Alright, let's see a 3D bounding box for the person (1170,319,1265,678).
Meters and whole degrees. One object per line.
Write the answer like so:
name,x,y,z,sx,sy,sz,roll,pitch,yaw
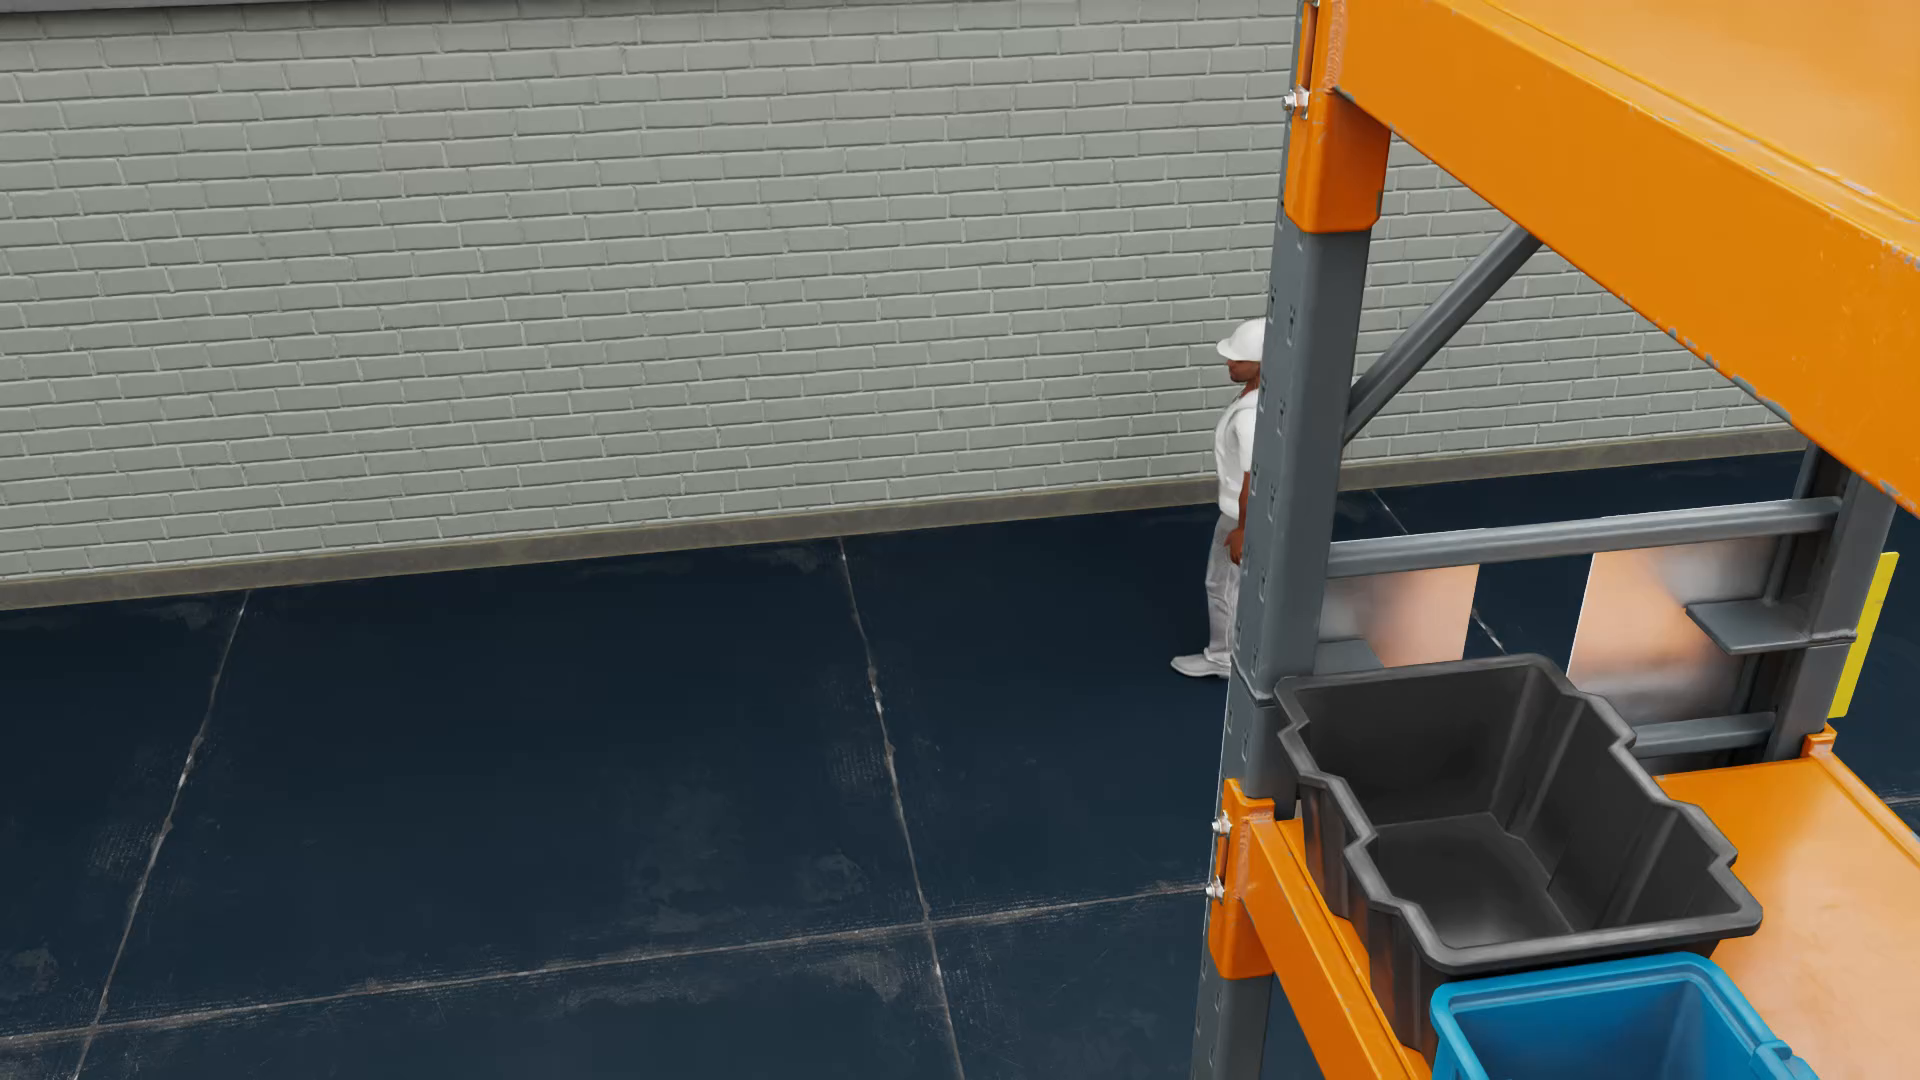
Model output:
person,1.315,-0.160,7.379,0.569,1.766,0.589,16,34,25
